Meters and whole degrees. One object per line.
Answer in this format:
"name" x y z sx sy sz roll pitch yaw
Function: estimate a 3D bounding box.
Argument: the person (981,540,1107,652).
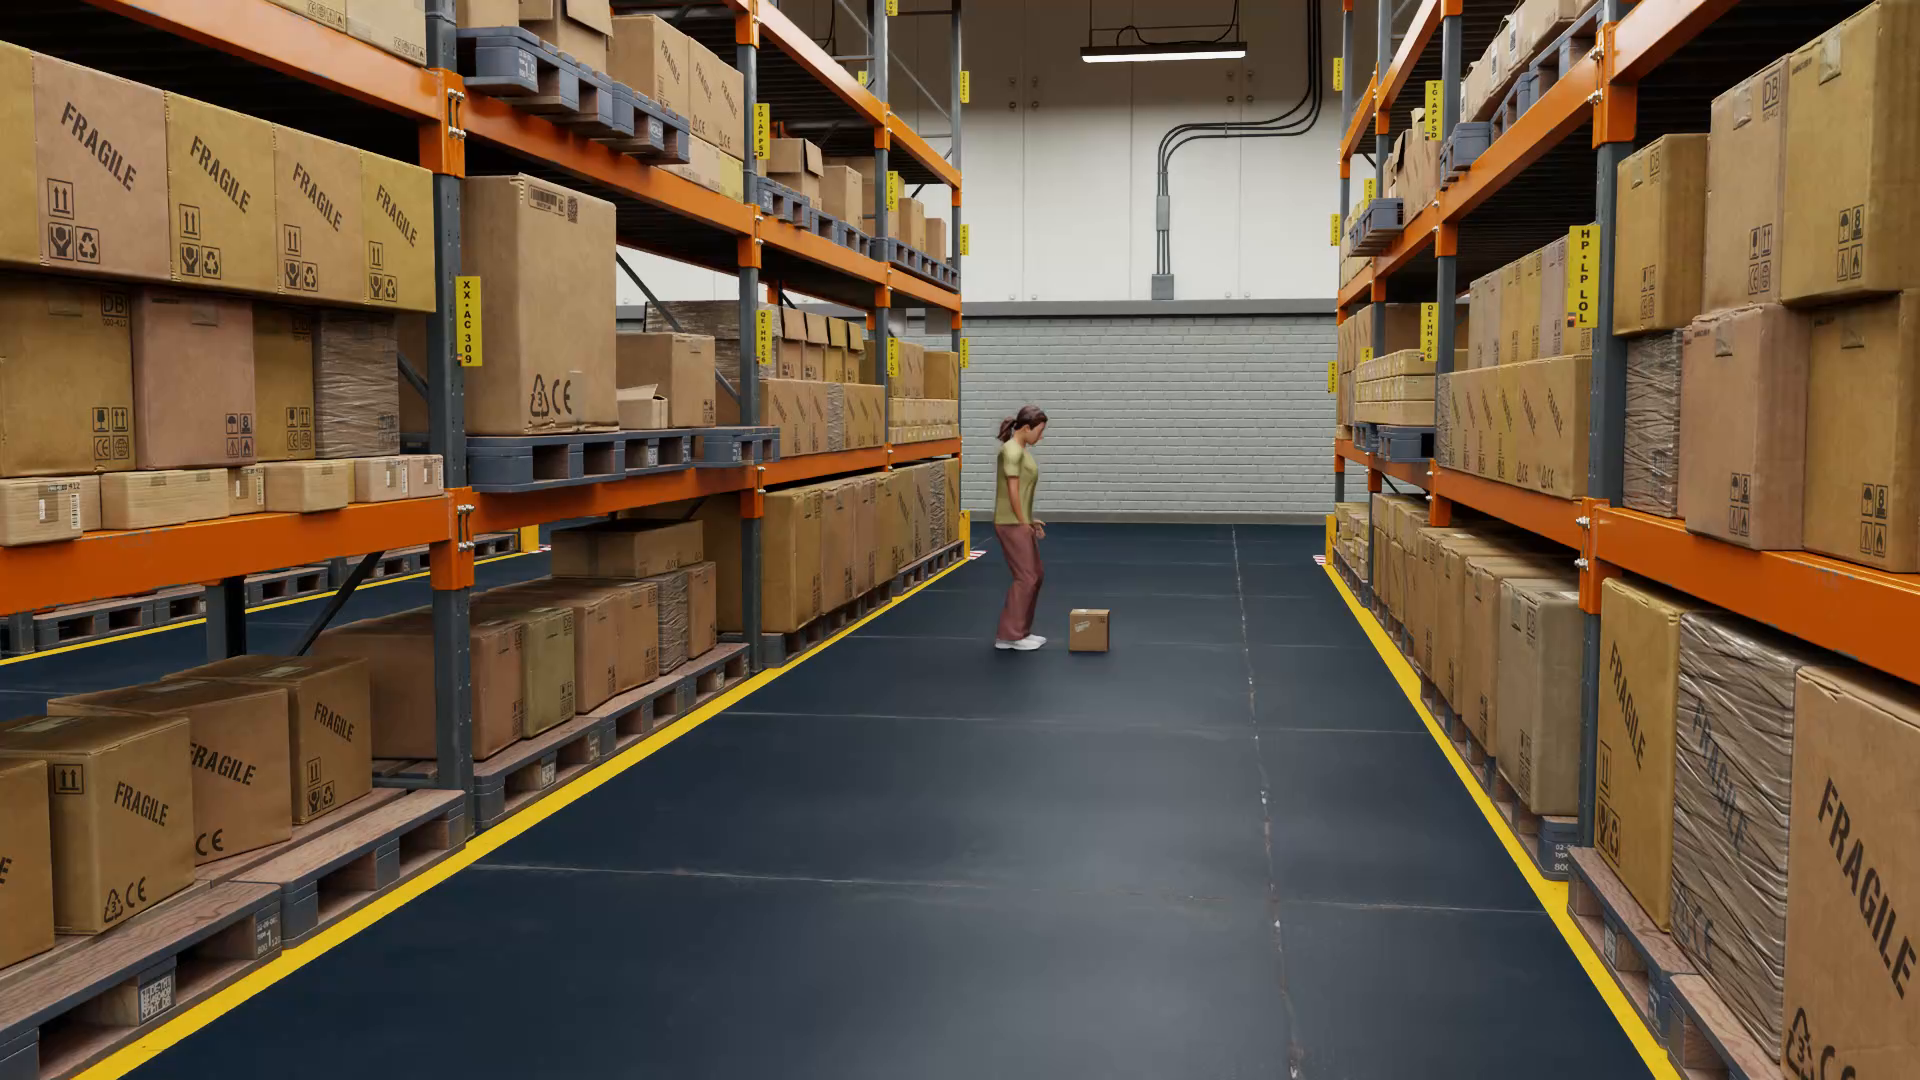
"person" 0.570 0.394 11.234 0.840 0.807 0.458 1 5 8
